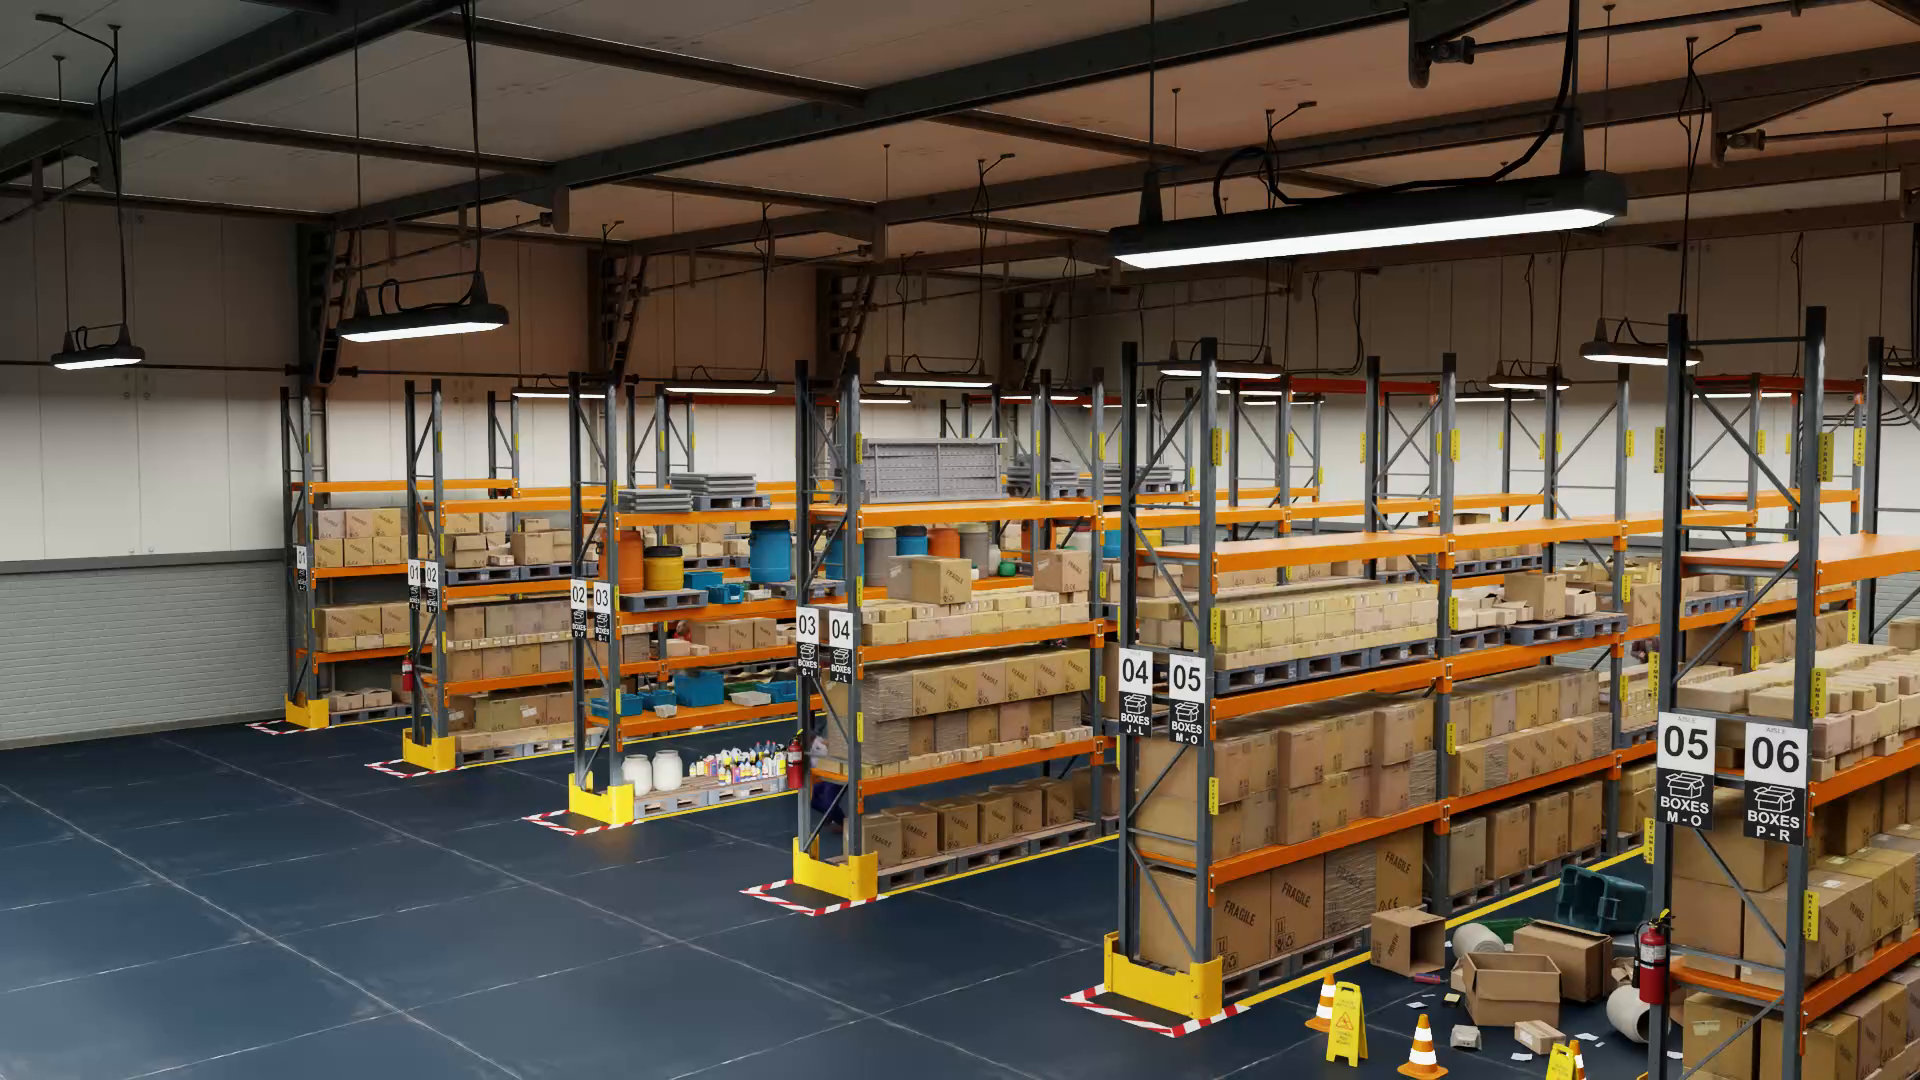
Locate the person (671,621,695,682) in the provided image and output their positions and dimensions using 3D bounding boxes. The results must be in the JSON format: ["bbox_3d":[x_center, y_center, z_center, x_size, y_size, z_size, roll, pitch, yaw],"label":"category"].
[{"bbox_3d":[-5.149,2.342,31.294,0.661,1.670,0.572,2,4,34],"label":"person"}]

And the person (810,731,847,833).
[{"bbox_3d":[-1.766,3.098,21.309,0.950,1.394,0.622,-3,5,-38],"label":"person"}]

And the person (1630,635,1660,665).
[{"bbox_3d":[12.690,2.388,30.466,0.722,1.746,0.974,3,4,35],"label":"person"}]
